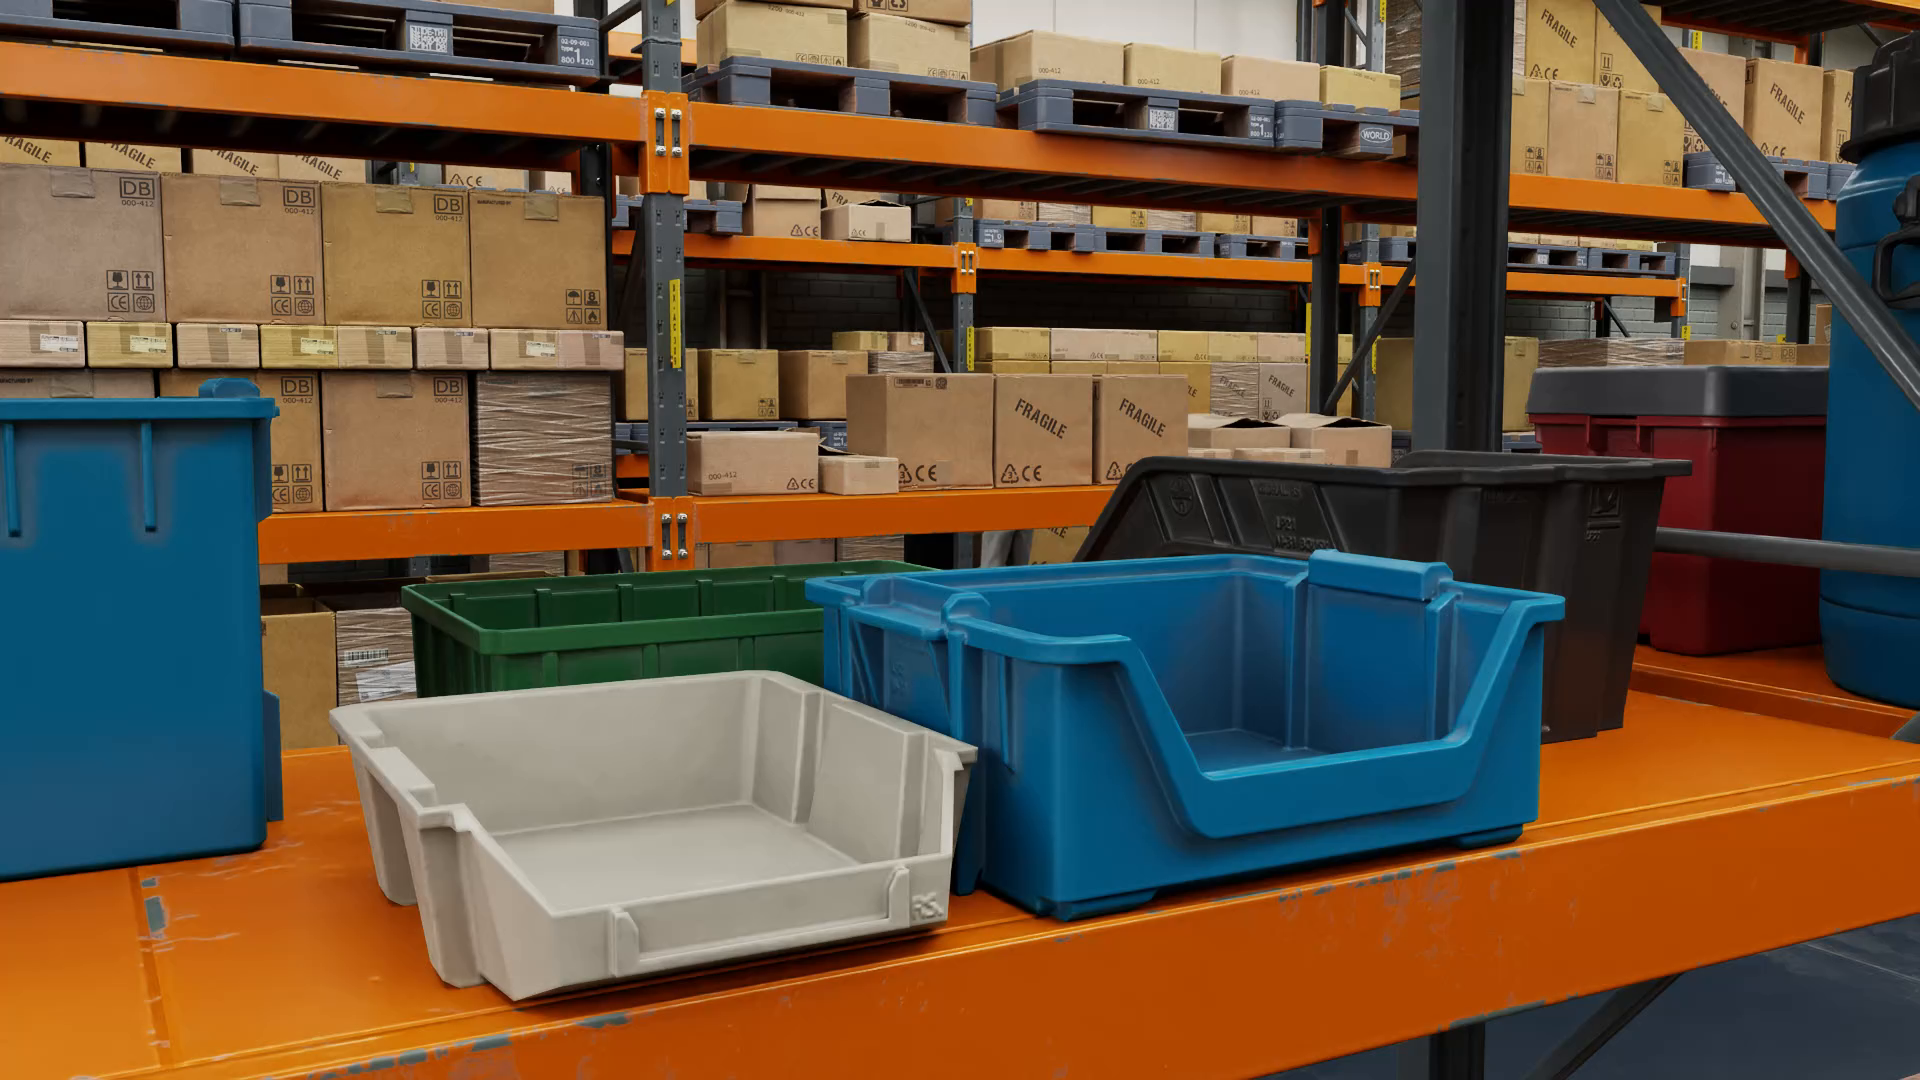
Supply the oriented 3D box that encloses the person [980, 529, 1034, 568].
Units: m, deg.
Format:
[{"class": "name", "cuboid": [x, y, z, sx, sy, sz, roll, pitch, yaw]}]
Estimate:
[{"class": "person", "cuboid": [0.296, -0.100, 11.177, 0.436, 1.659, 0.560, -3, 6, -28]}]
